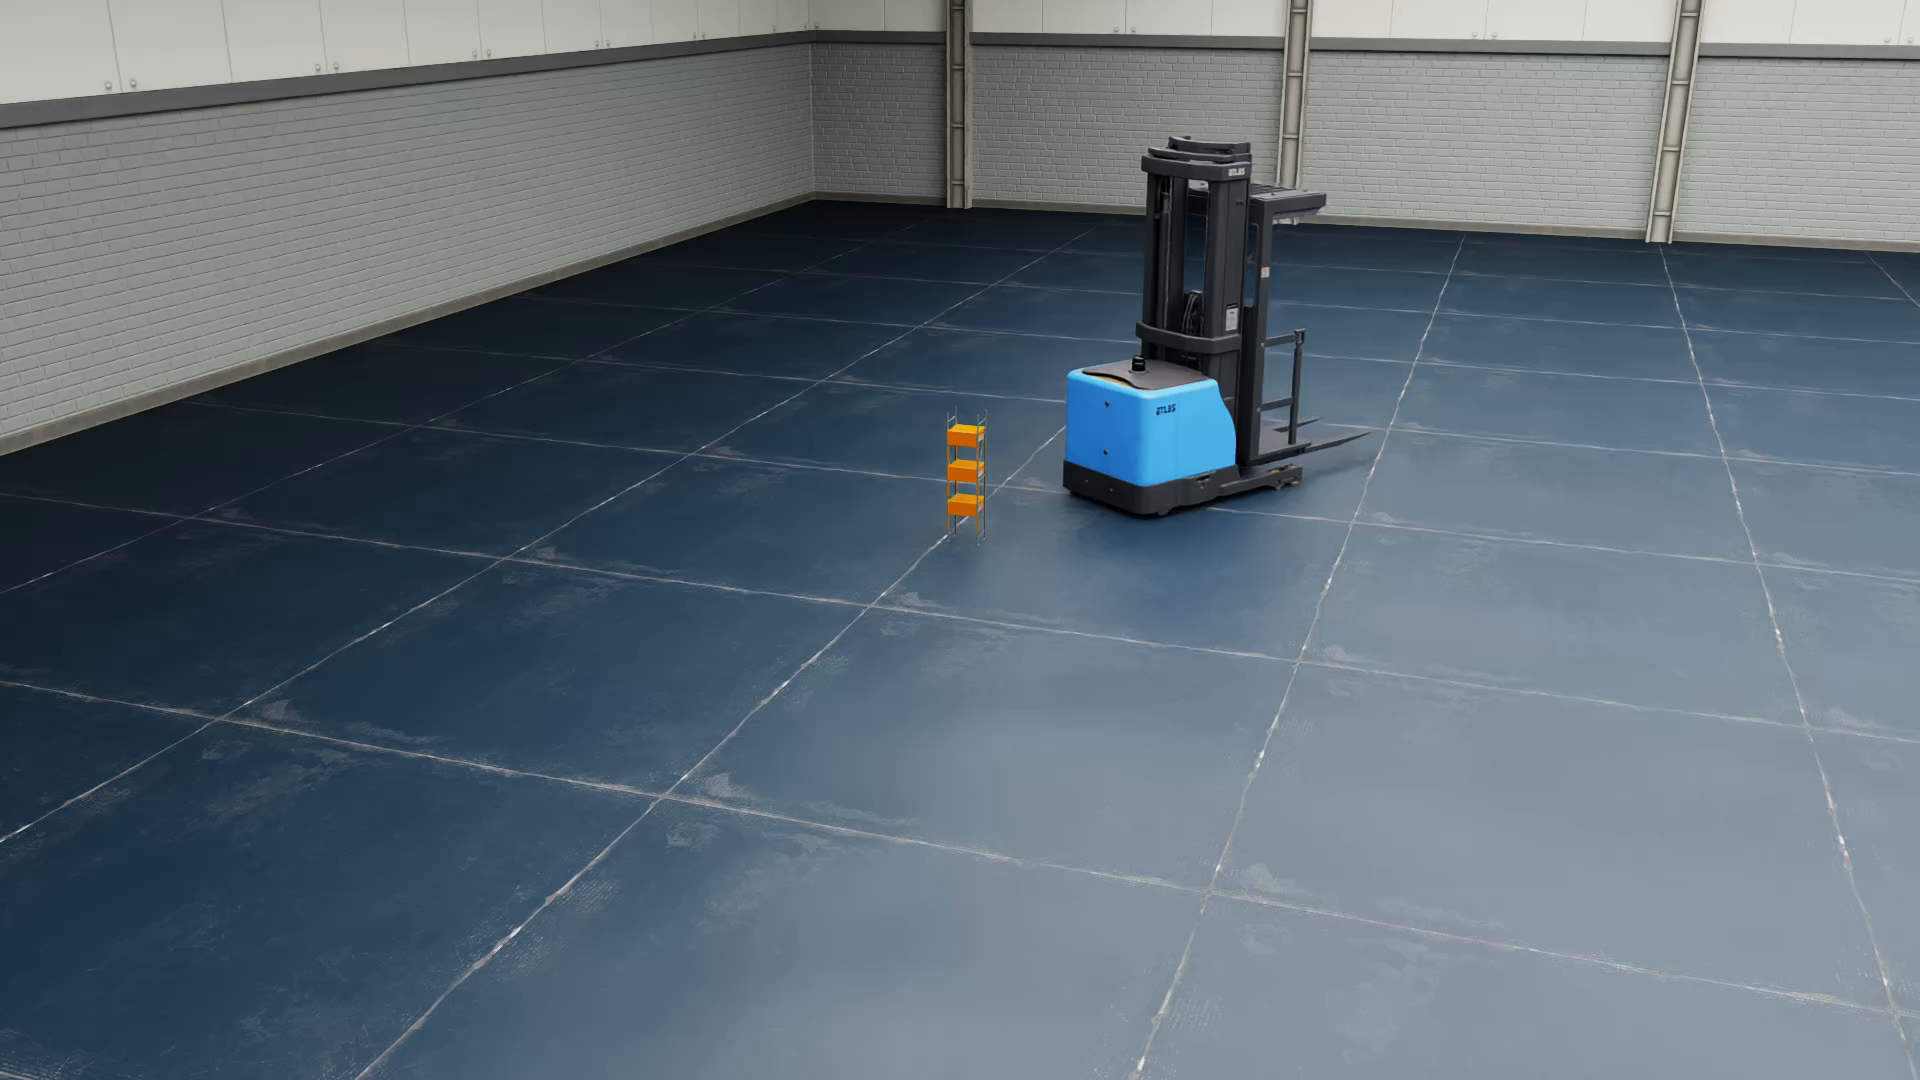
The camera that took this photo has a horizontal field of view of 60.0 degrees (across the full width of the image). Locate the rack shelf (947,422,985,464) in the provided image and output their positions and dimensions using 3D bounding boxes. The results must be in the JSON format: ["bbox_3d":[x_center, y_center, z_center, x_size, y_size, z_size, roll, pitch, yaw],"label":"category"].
[{"bbox_3d":[0.051,-0.748,12.797,0.240,0.259,0.215,7,20,18],"label":"rack shelf"}]

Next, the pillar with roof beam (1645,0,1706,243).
[{"bbox_3d":[9.916,-7.759,21.665,0.400,9.000,9.100,7,20,18],"label":"pillar with roof beam"}]

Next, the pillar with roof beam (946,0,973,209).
[{"bbox_3d":[-1.420,-9.055,25.383,0.400,9.000,9.100,7,20,18],"label":"pillar with roof beam"}]

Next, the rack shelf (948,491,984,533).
[{"bbox_3d":[0.051,-0.218,12.982,0.240,0.259,0.215,7,20,18],"label":"rack shelf"}]

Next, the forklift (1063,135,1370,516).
[{"bbox_3d":[2.357,-1.948,14.212,3.031,2.935,1.130,-14,24,-35],"label":"forklift"}]

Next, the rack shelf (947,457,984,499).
[{"bbox_3d":[0.051,-0.480,12.890,0.240,0.259,0.215,7,20,18],"label":"rack shelf"}]

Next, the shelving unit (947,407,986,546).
[{"bbox_3d":[0.051,-0.490,12.887,0.252,1.050,0.215,7,20,18],"label":"shelving unit"}]

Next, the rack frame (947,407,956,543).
[{"bbox_3d":[-0.065,-0.503,12.925,0.008,1.050,0.200,7,20,18],"label":"rack frame"}]

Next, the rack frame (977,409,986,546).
[{"bbox_3d":[0.166,-0.477,12.849,0.008,1.050,0.200,7,20,18],"label":"rack frame"}]

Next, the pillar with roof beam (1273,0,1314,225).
[{"bbox_3d":[4.248,-8.407,23.524,0.400,9.000,9.100,7,20,18],"label":"pillar with roof beam"}]
